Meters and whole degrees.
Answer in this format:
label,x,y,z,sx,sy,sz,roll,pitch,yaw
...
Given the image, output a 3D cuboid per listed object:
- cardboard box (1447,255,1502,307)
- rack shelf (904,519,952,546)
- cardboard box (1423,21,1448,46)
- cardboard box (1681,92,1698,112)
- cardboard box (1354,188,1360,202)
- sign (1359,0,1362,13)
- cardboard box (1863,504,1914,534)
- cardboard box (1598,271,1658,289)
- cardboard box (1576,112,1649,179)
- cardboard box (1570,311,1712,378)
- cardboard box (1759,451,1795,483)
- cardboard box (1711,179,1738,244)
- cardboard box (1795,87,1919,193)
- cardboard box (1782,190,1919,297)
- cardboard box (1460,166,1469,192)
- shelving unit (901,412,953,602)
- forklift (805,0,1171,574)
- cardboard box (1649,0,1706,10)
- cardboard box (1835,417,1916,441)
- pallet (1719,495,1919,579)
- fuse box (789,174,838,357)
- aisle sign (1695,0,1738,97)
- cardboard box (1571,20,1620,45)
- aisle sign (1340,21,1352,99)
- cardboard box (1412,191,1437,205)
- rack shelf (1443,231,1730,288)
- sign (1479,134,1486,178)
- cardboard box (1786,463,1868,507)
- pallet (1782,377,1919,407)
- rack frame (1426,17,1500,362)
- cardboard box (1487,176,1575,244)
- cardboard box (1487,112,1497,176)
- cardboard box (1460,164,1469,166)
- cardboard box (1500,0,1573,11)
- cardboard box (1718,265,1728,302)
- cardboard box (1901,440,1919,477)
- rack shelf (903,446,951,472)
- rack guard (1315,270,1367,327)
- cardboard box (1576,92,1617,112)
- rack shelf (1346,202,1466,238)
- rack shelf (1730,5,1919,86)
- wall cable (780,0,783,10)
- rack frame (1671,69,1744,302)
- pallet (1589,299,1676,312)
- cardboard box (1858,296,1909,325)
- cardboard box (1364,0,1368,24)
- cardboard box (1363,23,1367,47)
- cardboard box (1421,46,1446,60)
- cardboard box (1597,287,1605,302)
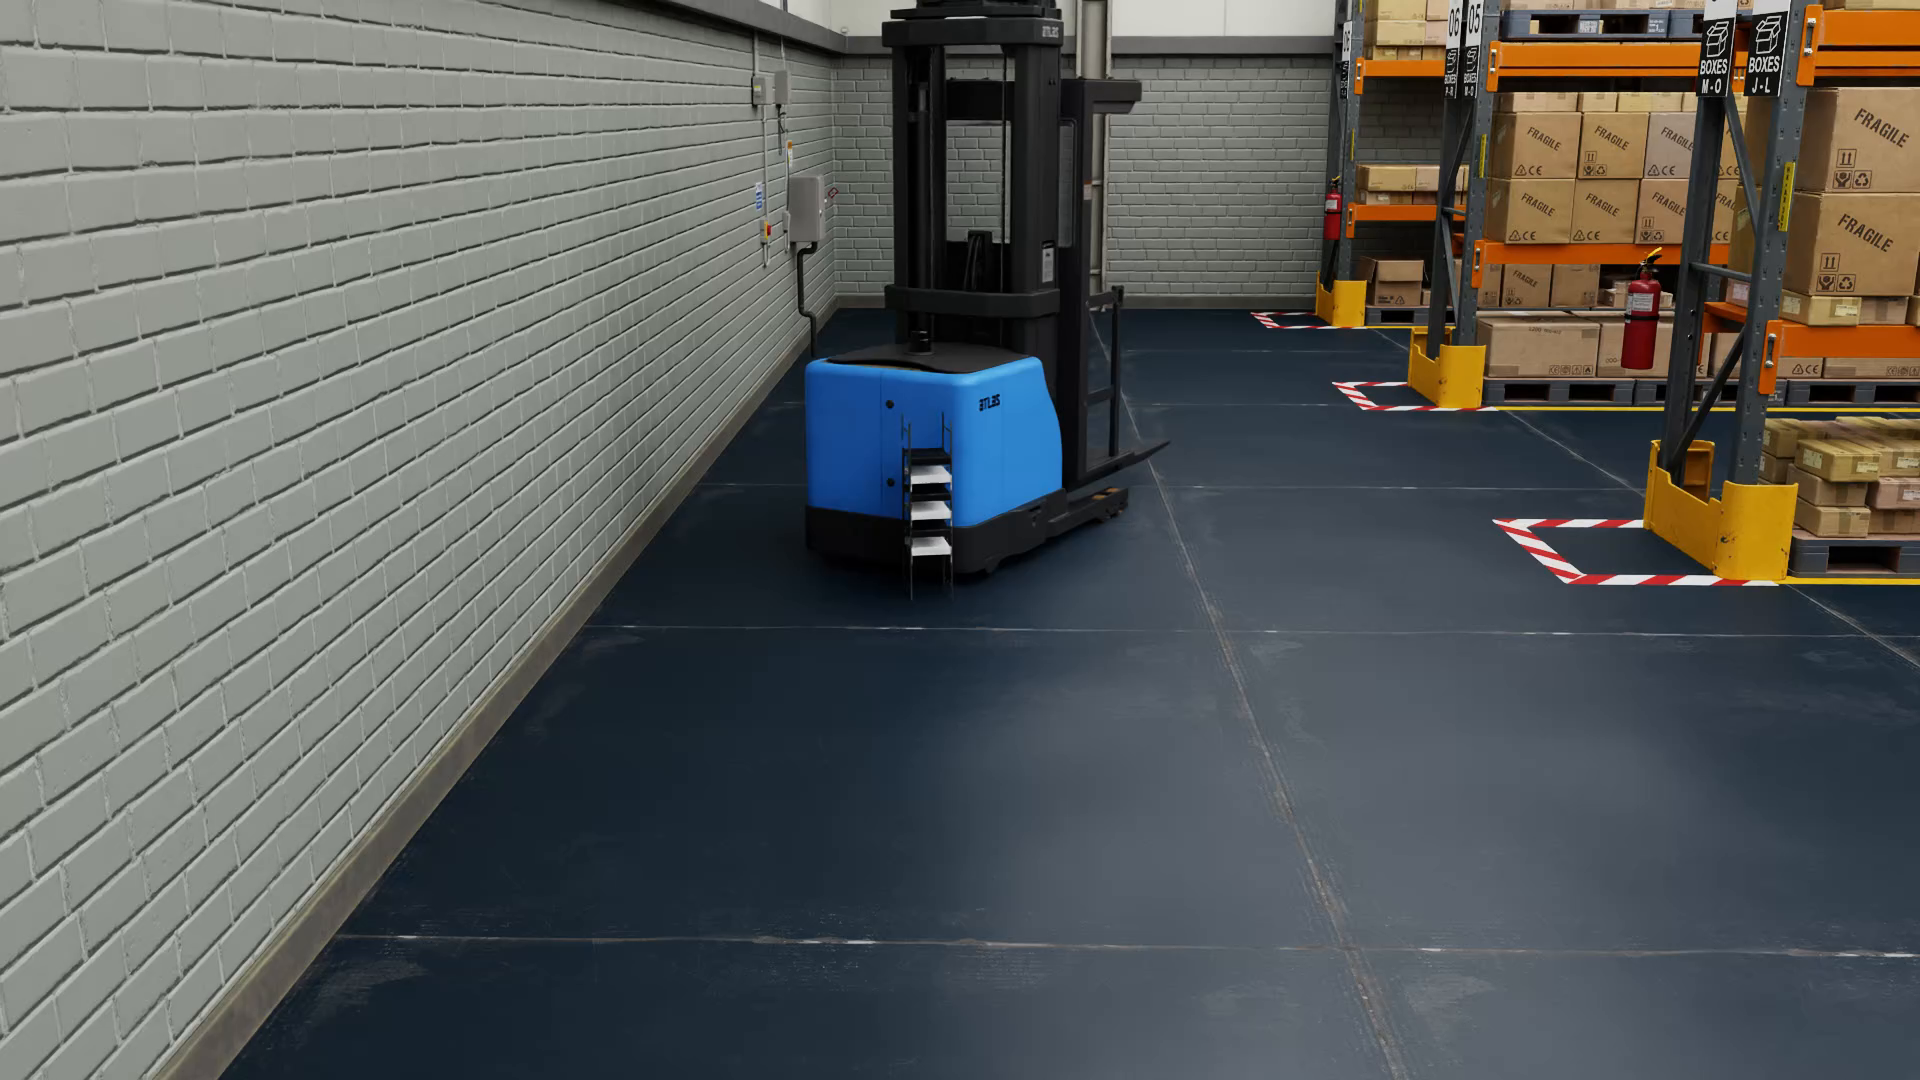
label,x,y,z,sx,sy,sz,roll,pitch,yaw
cardboard box,5.646,-2.871,18.418,0.500,0.500,0.700,1,15,4
rack shelf,-0.162,-0.044,8.226,0.200,0.077,0.258,-3,15,-11
cardboard box,5.129,-5.371,17.649,0.500,0.250,0.500,1,15,2
cardboard box,5.705,-3.415,12.975,0.250,0.149,0.380,1,15,2
cardboard box,4.522,-3.865,18.602,0.250,0.149,0.380,0,15,1
sign,4.170,-5.655,17.300,0.005,0.325,0.100,0,15,1
cardboard box,4.815,-0.150,8.794,0.250,0.149,0.380,0,15,1
cardboard box,7.528,-2.862,18.754,0.500,0.311,0.500,1,15,3
cardboard box,5.050,-3.109,13.087,0.500,0.500,0.500,0,15,0
cardboard box,5.638,-1.636,13.860,0.875,0.438,0.875,1,15,3
cardboard box,4.570,-0.429,9.268,0.250,0.149,0.380,0,15,0
cardboard box,6.049,-2.623,13.207,0.500,0.500,0.500,1,15,3
cardboard box,4.477,-1.996,8.287,0.500,0.500,0.500,0,15,1
cardboard box,4.477,-1.510,8.404,0.500,0.500,0.500,1,15,4
cardboard box,5.641,-3.914,18.006,0.500,0.250,0.500,0,15,0
shelving unit,-0.163,-0.163,8.194,0.210,0.900,0.258,-3,15,-11
forklift,0.346,-1.569,9.542,1.130,2.935,3.031,8,17,29
cardboard box,5.556,-4.290,12.998,0.500,0.311,0.500,1,15,2
cardboard box,5.083,-0.579,9.254,0.250,0.149,0.380,0,15,0
pallet,4.922,-0.028,9.033,1.213,0.211,1.003,0,15,1
fuse box,-1.377,-2.597,15.828,0.414,1.711,0.539,0,15,1
aisle sign,3.970,-2.725,8.693,0.004,0.787,0.394,0,15,1
cardboard box,6.662,-5.362,17.614,0.500,0.250,0.500,1,15,3
aisle sign,4.108,-5.103,17.705,0.004,0.787,0.394,0,15,1
cardboard box,5.024,-3.744,18.143,0.250,0.149,0.380,0,15,1
rack shelf,6.060,-2.293,13.563,4.000,0.370,1.077,0,15,1
sign,4.041,-2.970,12.864,0.005,0.325,0.100,0,15,1
cardboard box,4.552,-0.291,8.744,0.250,0.149,0.380,1,15,4
pallet,7.301,-1.305,13.872,1.213,0.211,1.003,0,15,1
rack frame,4.061,-2.654,13.520,0.127,3.000,1.000,0,15,1
cardboard box,4.533,-2.626,13.218,0.500,0.500,0.500,0,15,1
cardboard box,4.549,-3.244,13.598,0.500,0.500,0.500,1,15,3
cardboard box,5.661,-4.048,18.514,0.500,0.250,0.500,1,15,3
cardboard box,4.513,-4.304,13.167,0.500,0.250,0.500,-1,15,-4
cardboard box,8.660,-2.828,18.256,0.500,0.500,0.500,1,15,4
cardboard box,5.078,-0.408,8.606,0.250,0.149,0.380,0,15,1
rack shelf,-0.163,-0.392,8.134,0.200,0.077,0.258,-3,15,-11
rack guard,4.260,-2.711,18.635,0.348,0.500,1.175,0,15,1
cardboard box,4.929,-3.412,12.966,0.250,0.149,0.380,1,15,3
rack shelf,6.183,-3.559,18.361,4.000,0.370,1.077,0,15,1
rack shelf,6.035,-2.481,8.393,4.000,0.370,1.077,0,15,1
wall cable,-1.611,-5.712,13.350,0.029,3.000,2.355,0,15,1
rack frame,8.182,-3.894,18.220,0.127,3.000,1.000,0,15,1
pallet,7.496,-2.550,18.593,1.213,0.211,1.003,0,15,1
cardboard box,4.606,-1.193,8.474,0.250,0.149,0.380,1,15,3
cardboard box,4.635,-5.752,18.112,0.500,0.250,0.500,0,15,0
cardboard box,4.635,-5.508,18.169,0.500,0.250,0.500,0,15,0
cardboard box,5.015,-5.187,17.731,0.250,0.149,0.380,0,15,2
cardboard box,7.095,-2.786,18.785,0.250,0.149,0.380,0,15,1
